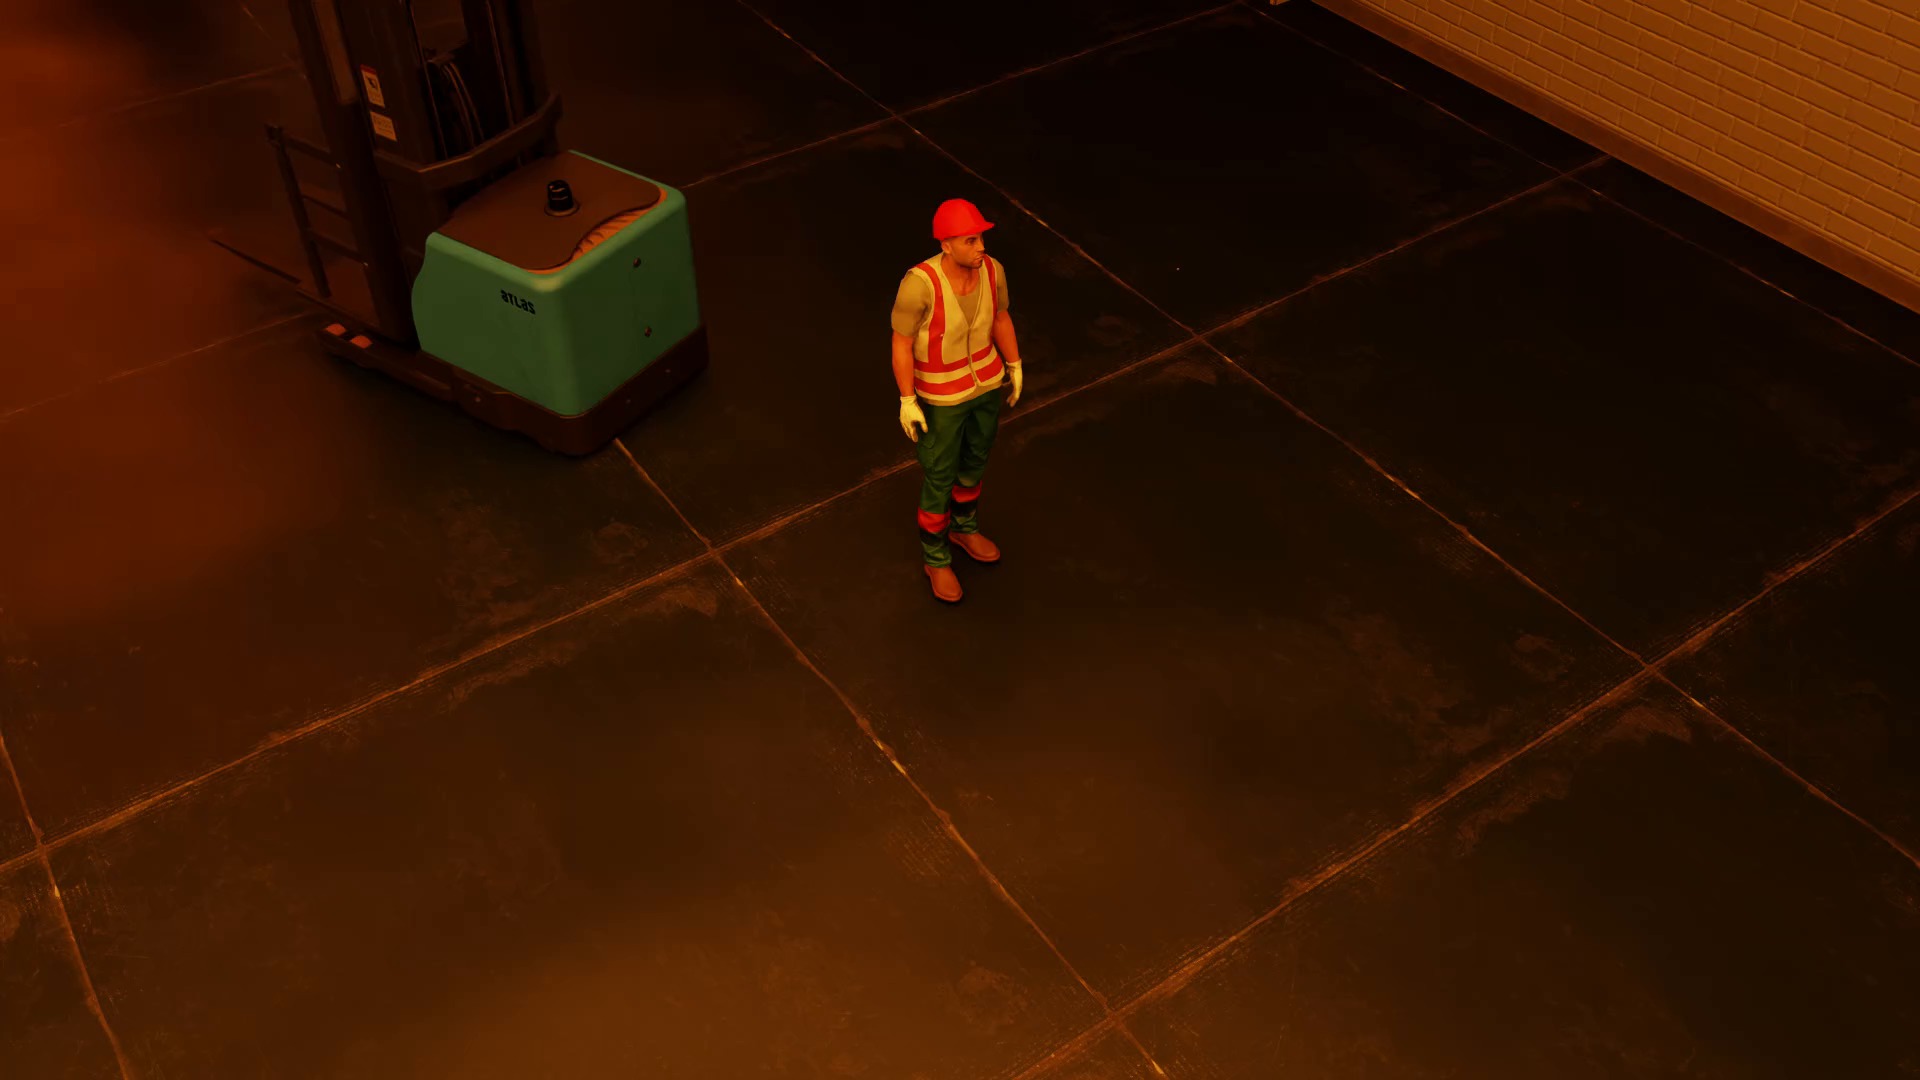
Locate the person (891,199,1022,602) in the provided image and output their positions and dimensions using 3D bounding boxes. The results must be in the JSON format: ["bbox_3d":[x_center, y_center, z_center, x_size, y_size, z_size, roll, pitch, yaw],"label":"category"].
[{"bbox_3d":[0.037,-0.614,7.214,0.638,1.789,0.562,-25,48,-25],"label":"person"}]

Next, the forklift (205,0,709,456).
[{"bbox_3d":[-2.840,-2.276,8.186,3.031,2.935,1.130,24,48,24],"label":"forklift"}]
